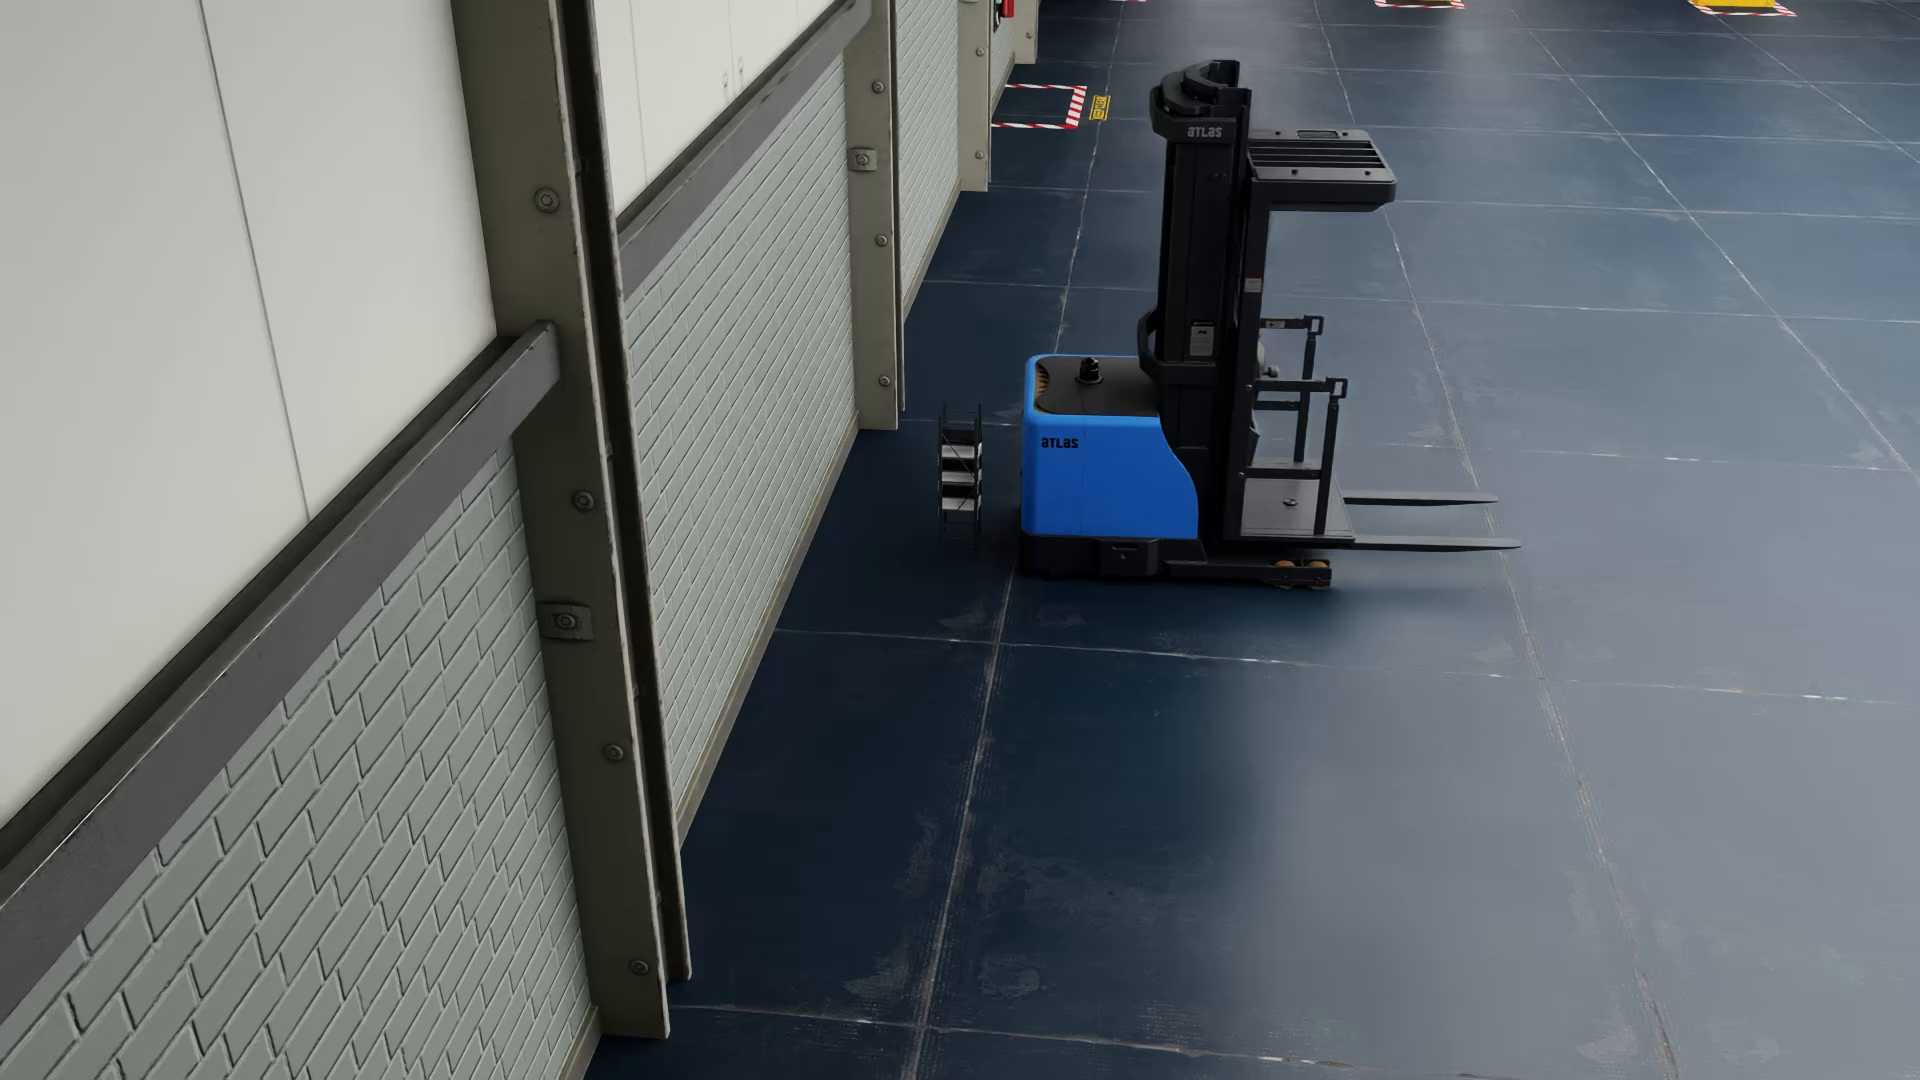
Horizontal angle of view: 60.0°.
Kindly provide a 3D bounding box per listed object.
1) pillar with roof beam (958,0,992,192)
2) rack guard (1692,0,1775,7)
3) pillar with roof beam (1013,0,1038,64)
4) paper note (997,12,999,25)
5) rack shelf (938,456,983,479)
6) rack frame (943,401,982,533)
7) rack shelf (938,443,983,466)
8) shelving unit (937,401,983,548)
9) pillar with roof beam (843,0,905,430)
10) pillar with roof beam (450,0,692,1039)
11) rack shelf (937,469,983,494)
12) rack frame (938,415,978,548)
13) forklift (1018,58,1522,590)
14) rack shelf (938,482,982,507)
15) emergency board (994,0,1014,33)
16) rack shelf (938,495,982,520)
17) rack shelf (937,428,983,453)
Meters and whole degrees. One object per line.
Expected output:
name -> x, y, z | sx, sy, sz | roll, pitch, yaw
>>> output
pillar with roof beam -> 4.420, -7.429, 14.845 | 9.100, 9.000, 0.400 | 3, 28, 6
rack guard -> 12.186, -8.670, 26.107 | 1.175, 0.500, 0.348 | 3, 28, 6
pillar with roof beam -> 5.155, -10.254, 20.087 | 9.100, 9.000, 0.400 | 3, 28, 6
paper note -> 0.452, -6.235, 19.881 | 0.016, 0.148, 0.142 | 3, 28, 6
rack shelf -> 0.001, -0.450, 10.309 | 0.258, 0.077, 0.200 | 3, 28, 6
rack frame -> 0.013, -0.448, 10.425 | 0.240, 0.900, 0.006 | 3, 28, 6
rack shelf -> 0.001, -0.529, 10.266 | 0.258, 0.077, 0.200 | 3, 28, 6
shelving unit -> 0.001, -0.400, 10.336 | 0.258, 0.900, 0.210 | 3, 28, 6
pillar with roof beam -> 3.685, -4.605, 9.602 | 9.100, 9.000, 0.400 | 3, 28, 6
pillar with roof beam -> 2.950, -1.781, 4.360 | 9.100, 9.000, 0.400 | 3, 28, 6
rack shelf -> 0.001, -0.371, 10.352 | 0.258, 0.077, 0.200 | 3, 28, 6
rack frame -> -0.011, -0.352, 10.247 | 0.240, 0.900, 0.006 | 3, 28, 6
forklift -> 1.890, -1.253, 9.778 | 3.031, 2.935, 1.130 | 1, 28, 3
rack shelf -> 0.001, -0.291, 10.394 | 0.258, 0.077, 0.200 | 3, 28, 6
emergency board -> 0.542, -6.702, 19.819 | 0.194, 1.169, 0.643 | 3, 28, 6
rack shelf -> 0.001, -0.212, 10.437 | 0.258, 0.077, 0.200 | 3, 28, 6
rack shelf -> 0.001, -0.608, 10.223 | 0.258, 0.077, 0.200 | 3, 28, 6
